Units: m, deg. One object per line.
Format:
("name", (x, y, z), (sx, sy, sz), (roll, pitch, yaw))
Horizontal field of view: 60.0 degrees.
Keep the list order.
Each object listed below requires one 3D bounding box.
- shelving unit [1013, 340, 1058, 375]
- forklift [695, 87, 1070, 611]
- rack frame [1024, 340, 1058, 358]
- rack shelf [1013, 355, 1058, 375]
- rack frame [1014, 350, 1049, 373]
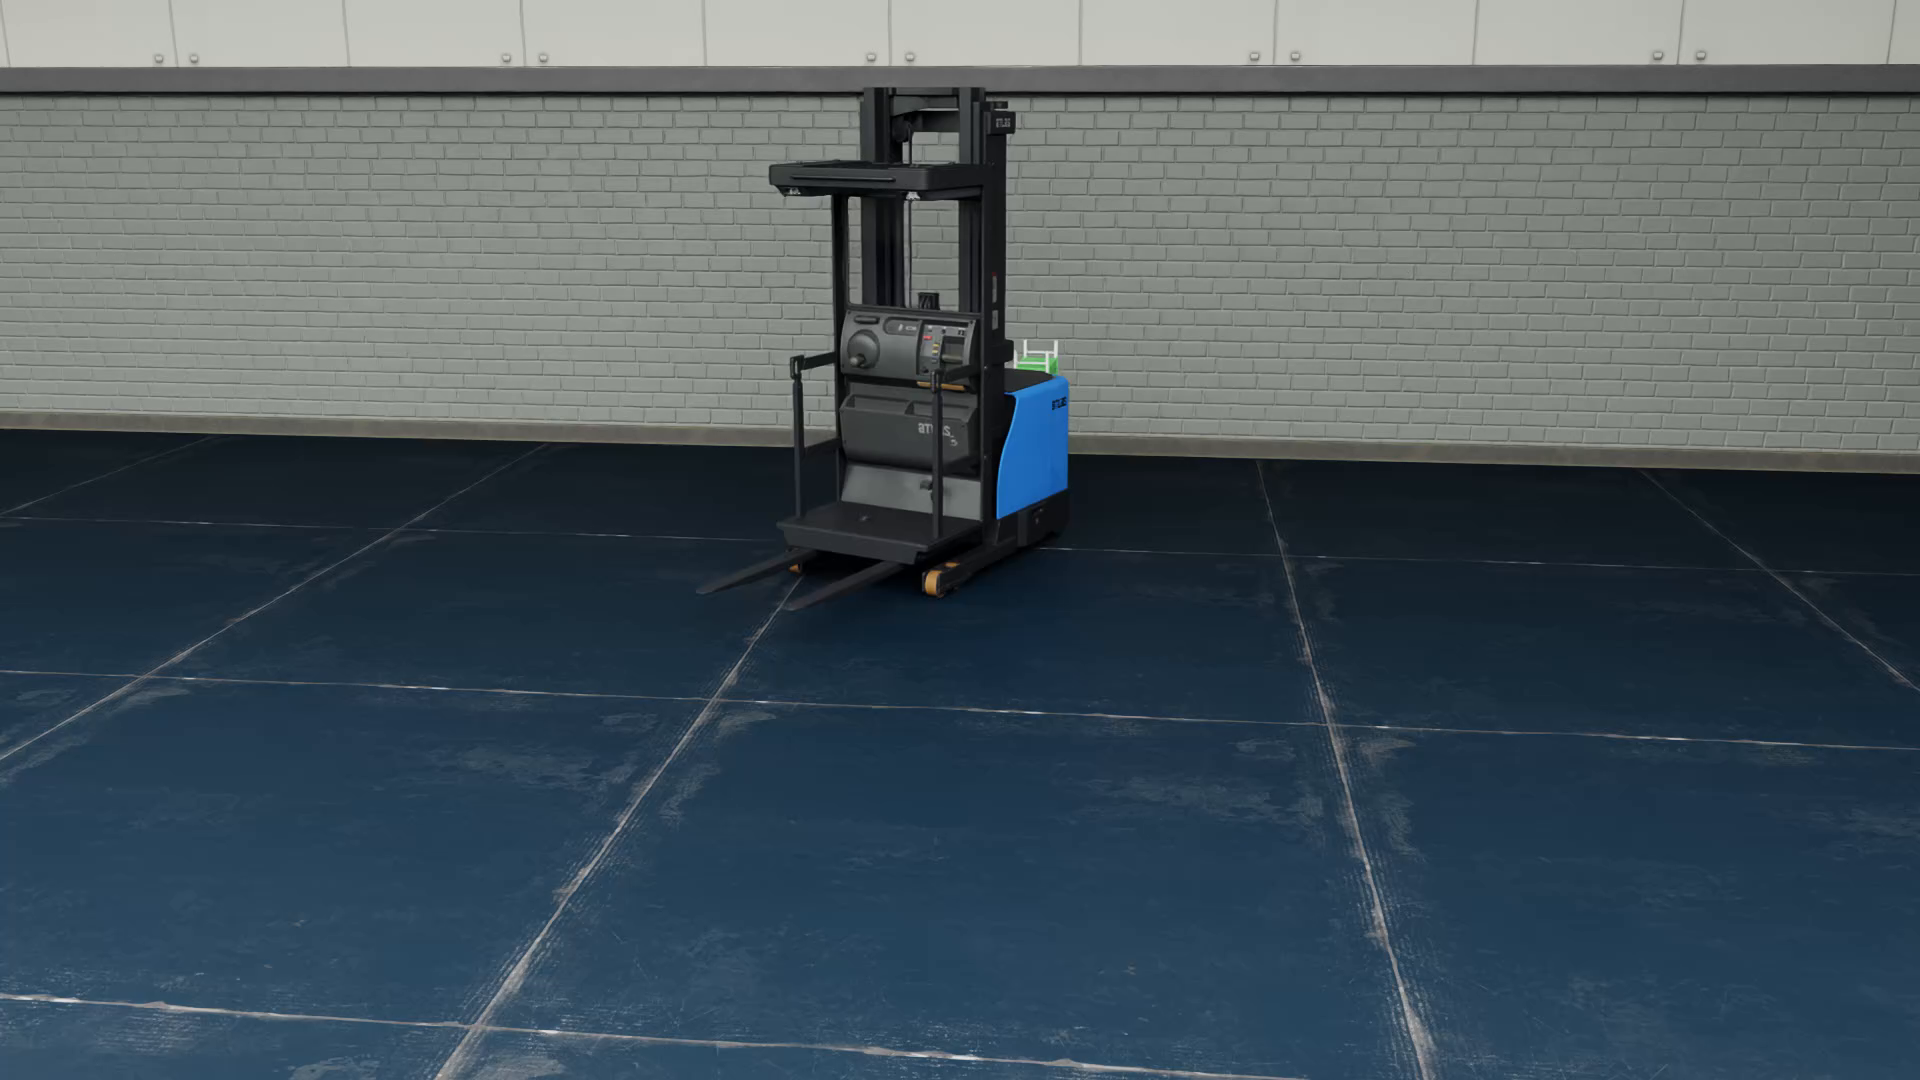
("shelving unit", (0.530, -0.775, 11.729), (0.258, 1.200, 0.503), (3, 15, 10))
("forklift", (-0.428, -1.209, 10.018), (1.130, 2.935, 3.031), (9, 17, 29))
("rack frame", (0.573, -0.837, 11.960), (0.240, 1.200, 0.015), (3, 15, 10))
("rack shelf", (0.530, -1.176, 11.620), (0.258, 0.148, 0.480), (3, 15, 10))
("rack frame", (0.487, -0.712, 11.497), (0.240, 1.200, 0.015), (3, 15, 10))
